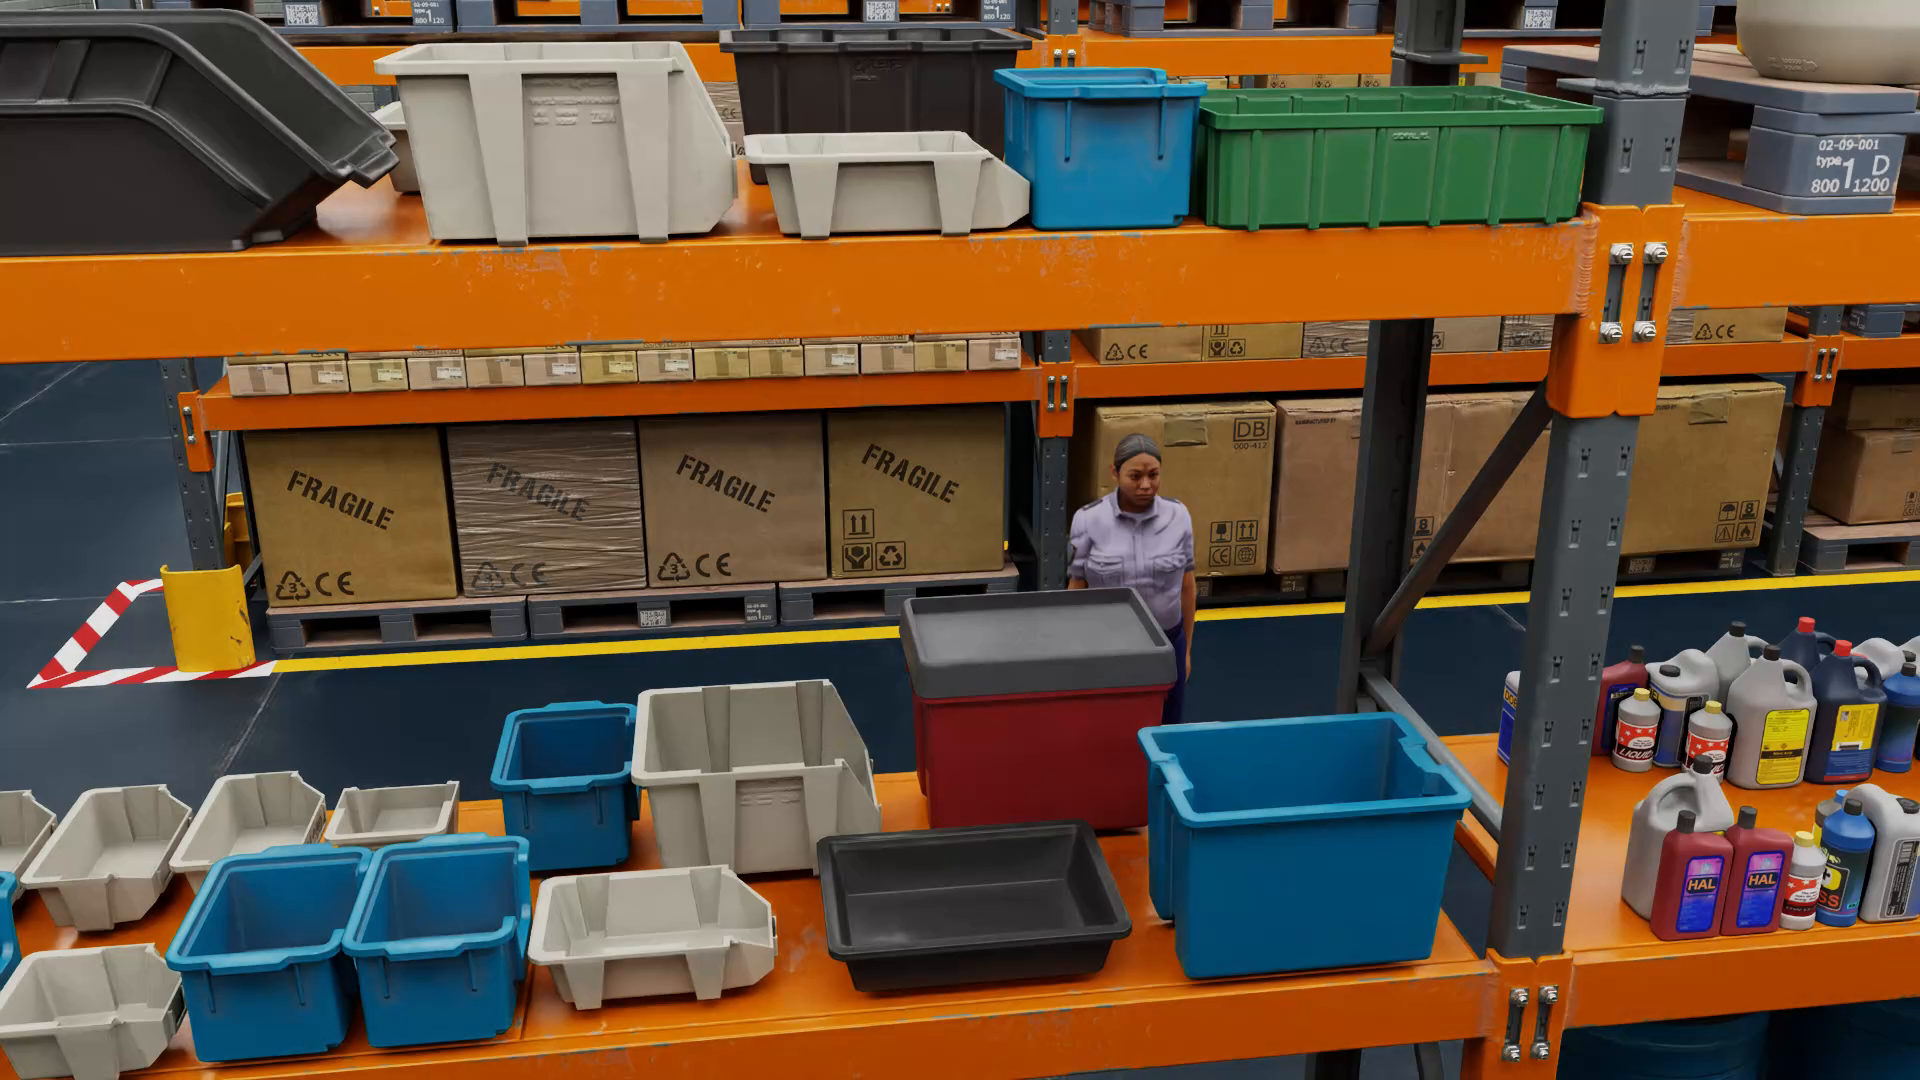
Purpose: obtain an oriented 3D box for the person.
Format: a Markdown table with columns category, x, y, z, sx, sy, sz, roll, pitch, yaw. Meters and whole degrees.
| category | x | y | z | sx | sy | sz | roll | pitch | yaw |
| --- | --- | --- | --- | --- | --- | --- | --- | --- | --- |
| person | 0.615 | 0.425 | 5.964 | 0.467 | 1.637 | 0.343 | -2 | 20 | -6 |
